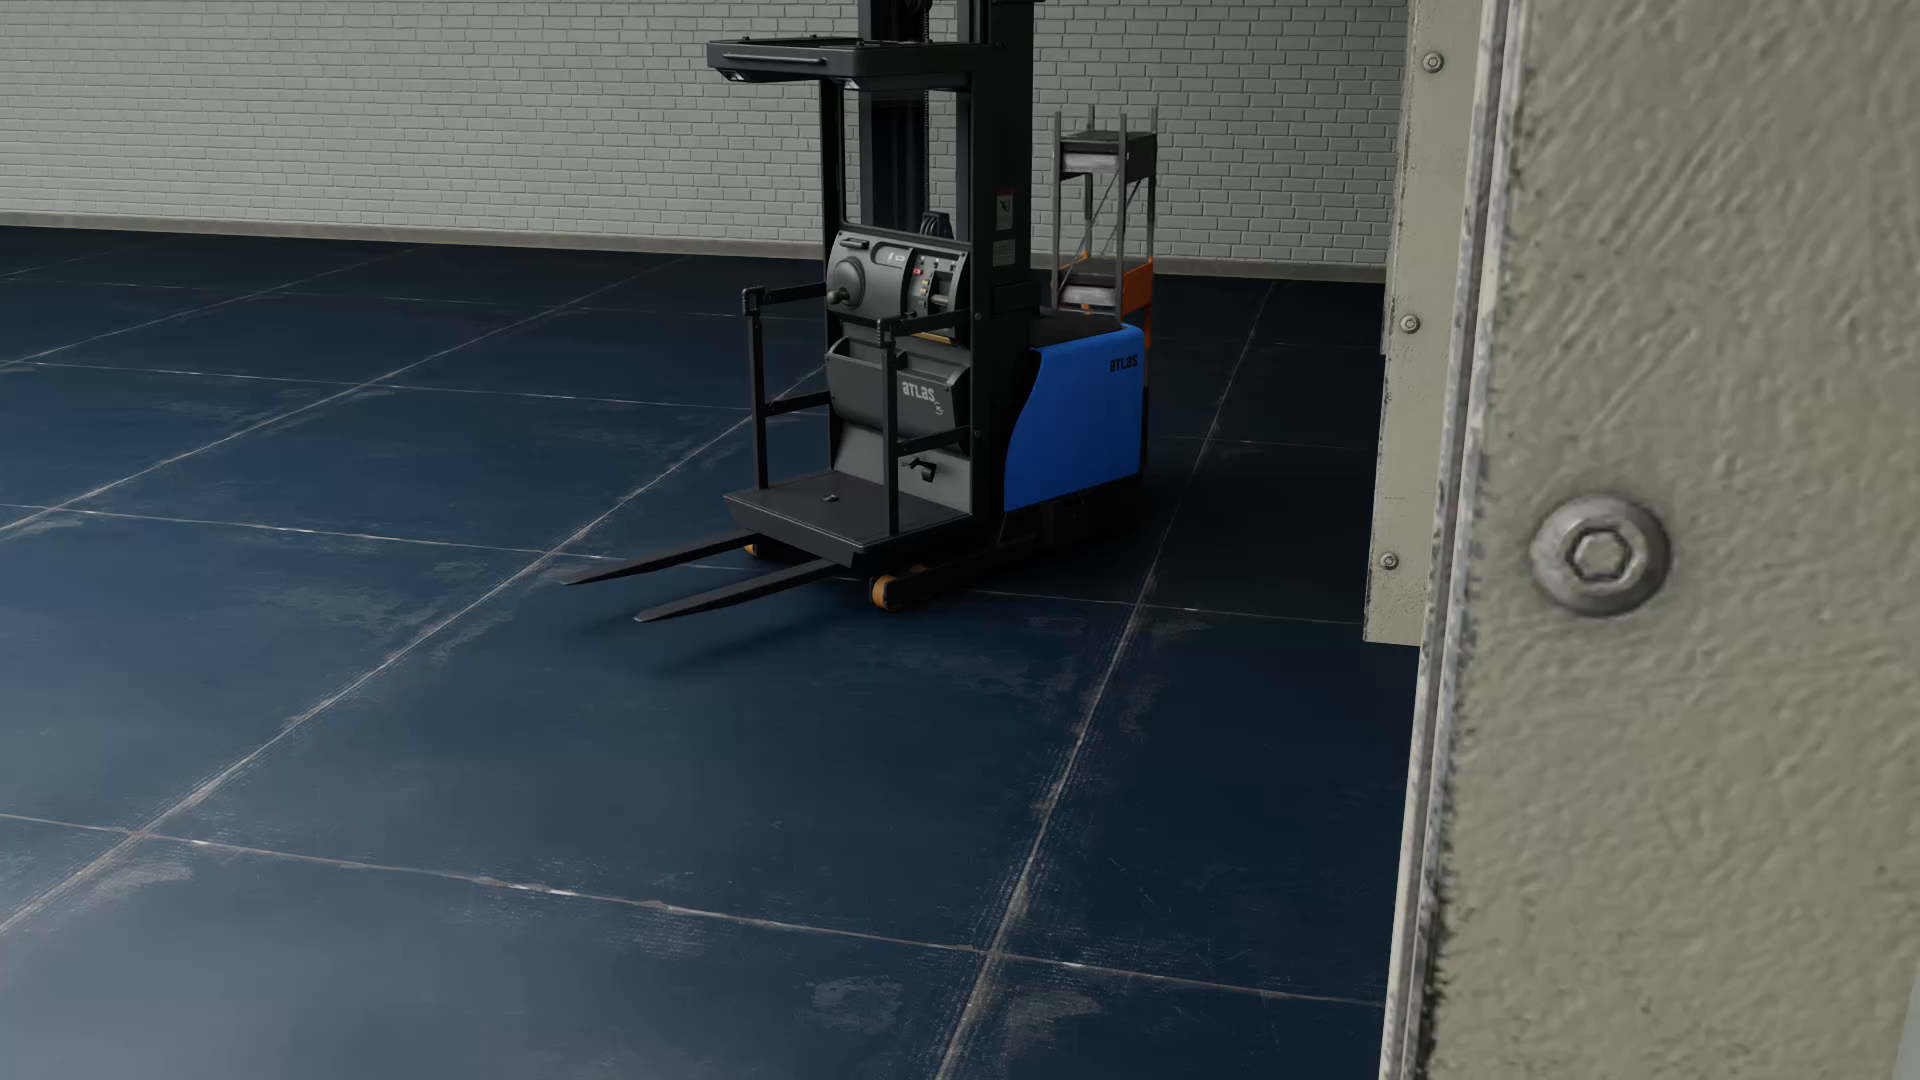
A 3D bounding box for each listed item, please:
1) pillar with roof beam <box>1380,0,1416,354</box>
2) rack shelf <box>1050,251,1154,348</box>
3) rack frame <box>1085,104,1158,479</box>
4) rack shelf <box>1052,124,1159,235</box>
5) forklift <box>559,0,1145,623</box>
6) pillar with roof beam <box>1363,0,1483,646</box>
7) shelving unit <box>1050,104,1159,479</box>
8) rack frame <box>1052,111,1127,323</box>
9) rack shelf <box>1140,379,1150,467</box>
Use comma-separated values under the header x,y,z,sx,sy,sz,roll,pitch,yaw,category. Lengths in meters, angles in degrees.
x,y,z,sx,sy,sz,roll,pitch,yaw,category
-0.734,-6.084,12.523,9.100,9.000,0.400,5,19,13,pillar with roof beam
0.788,-1.291,9.203,0.431,0.518,0.480,8,21,24,rack shelf
0.892,-1.376,9.407,0.400,2.100,0.015,8,21,24,rack frame
0.785,-1.954,8.977,0.431,0.518,0.480,8,21,24,rack shelf
-0.458,-1.248,7.753,3.031,2.935,1.130,-17,25,-40,forklift
-2.200,-4.203,7.017,9.100,9.000,0.400,5,19,13,pillar with roof beam
0.788,-1.304,9.198,0.431,2.100,0.503,8,21,24,shelving unit
0.684,-1.233,8.989,0.400,2.100,0.015,8,21,24,rack frame
0.791,-0.628,9.428,0.431,0.518,0.480,8,21,24,rack shelf
